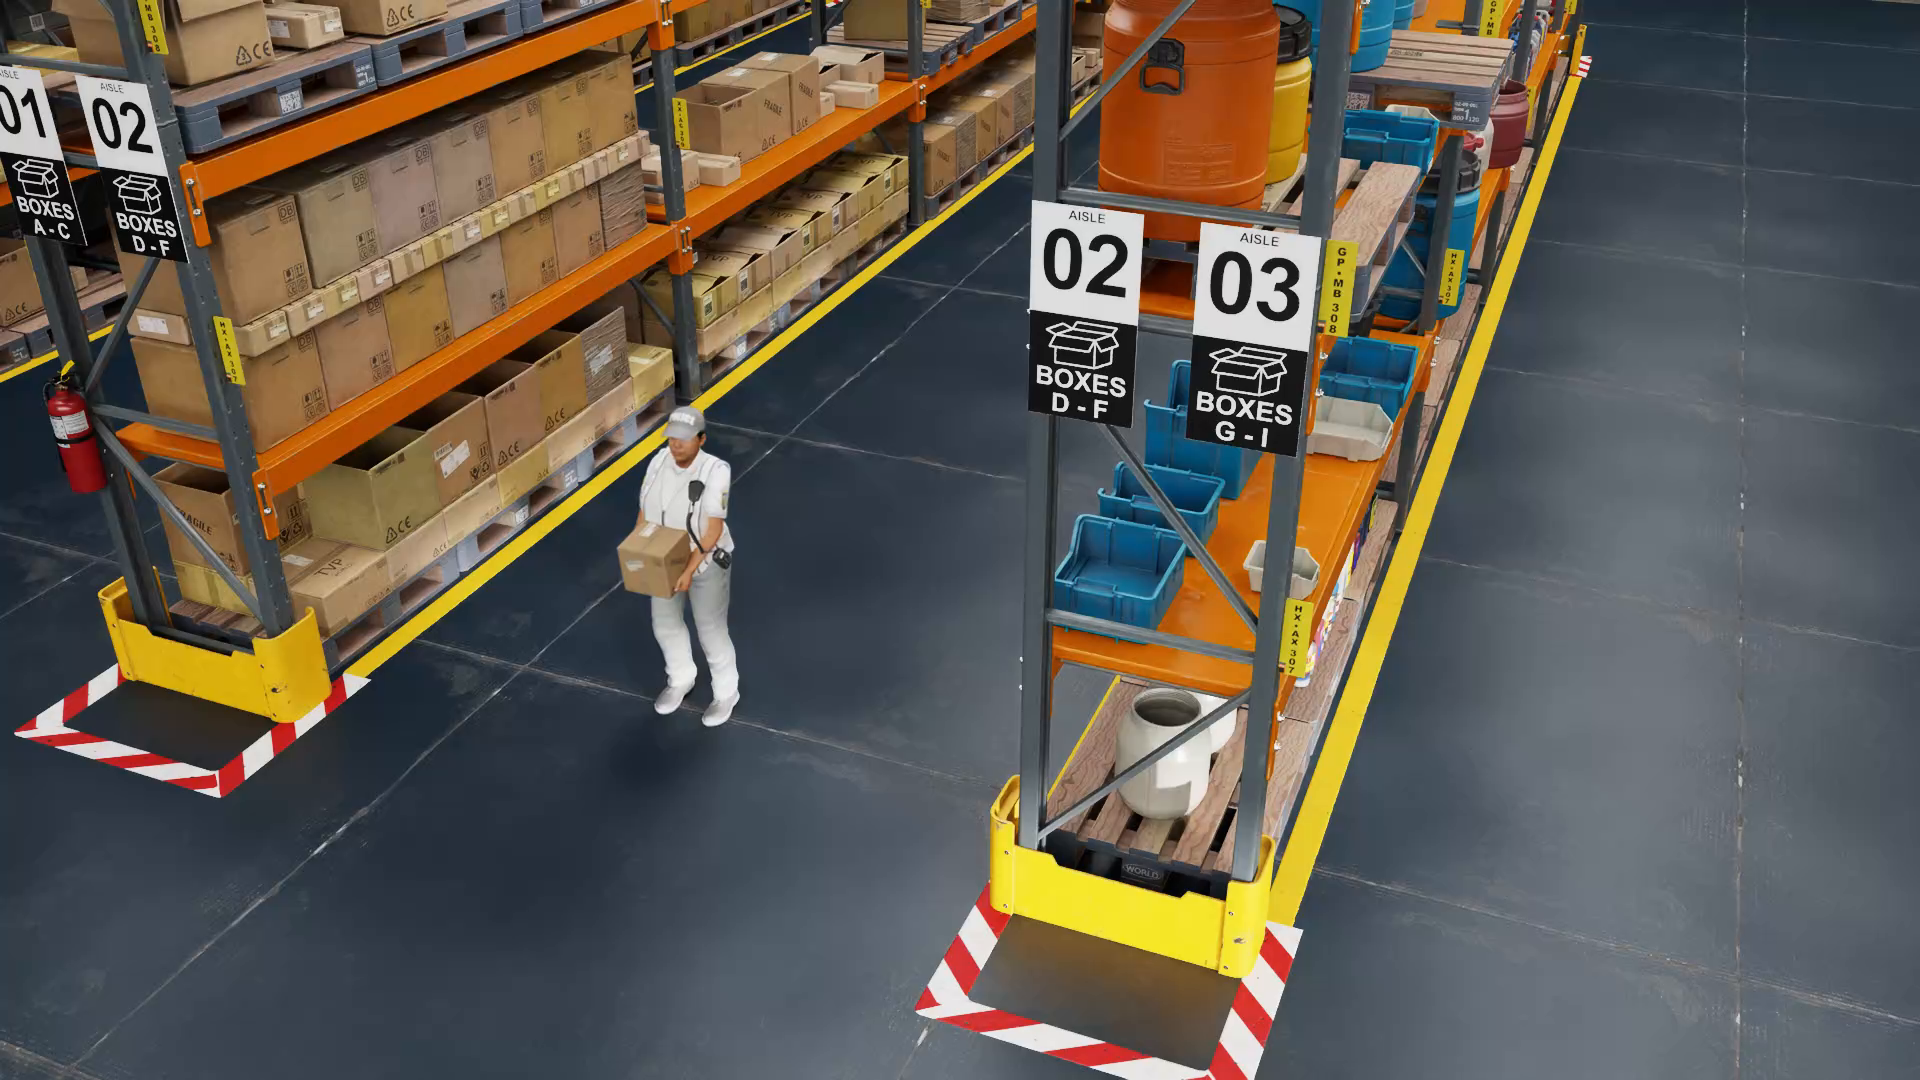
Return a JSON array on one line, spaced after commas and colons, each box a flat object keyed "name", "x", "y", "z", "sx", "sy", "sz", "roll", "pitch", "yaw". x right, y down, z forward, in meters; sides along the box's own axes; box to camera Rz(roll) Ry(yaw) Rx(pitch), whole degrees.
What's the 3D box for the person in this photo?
[{"name": "person", "x": -1.357, "y": 0.151, "z": 8.135, "sx": 0.453, "sy": 1.653, "sz": 0.535, "roll": 12, "pitch": 32, "yaw": 19}]
